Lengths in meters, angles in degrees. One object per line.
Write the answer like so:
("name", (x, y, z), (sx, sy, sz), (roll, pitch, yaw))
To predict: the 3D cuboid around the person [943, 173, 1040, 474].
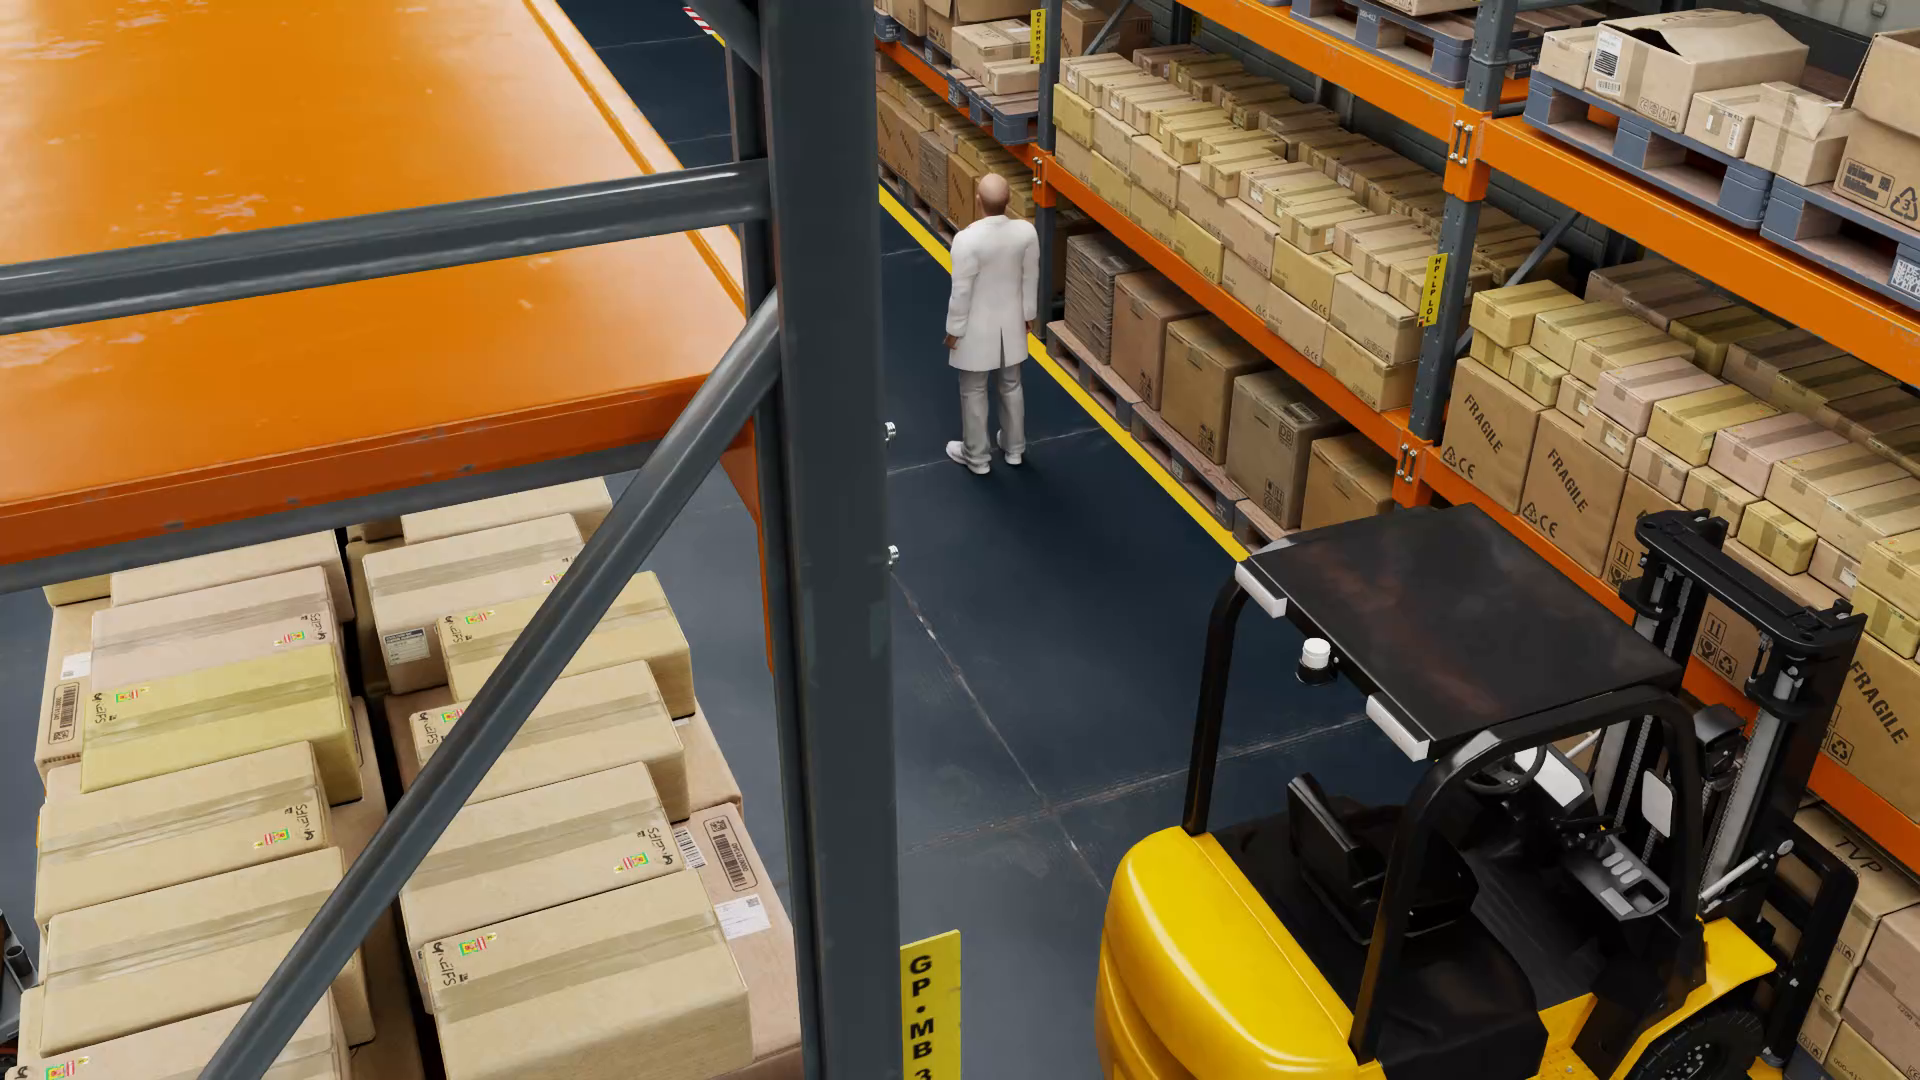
("person", (0.155, -1.238, 9.440), (0.565, 1.783, 0.377), (-15, 36, -22))
